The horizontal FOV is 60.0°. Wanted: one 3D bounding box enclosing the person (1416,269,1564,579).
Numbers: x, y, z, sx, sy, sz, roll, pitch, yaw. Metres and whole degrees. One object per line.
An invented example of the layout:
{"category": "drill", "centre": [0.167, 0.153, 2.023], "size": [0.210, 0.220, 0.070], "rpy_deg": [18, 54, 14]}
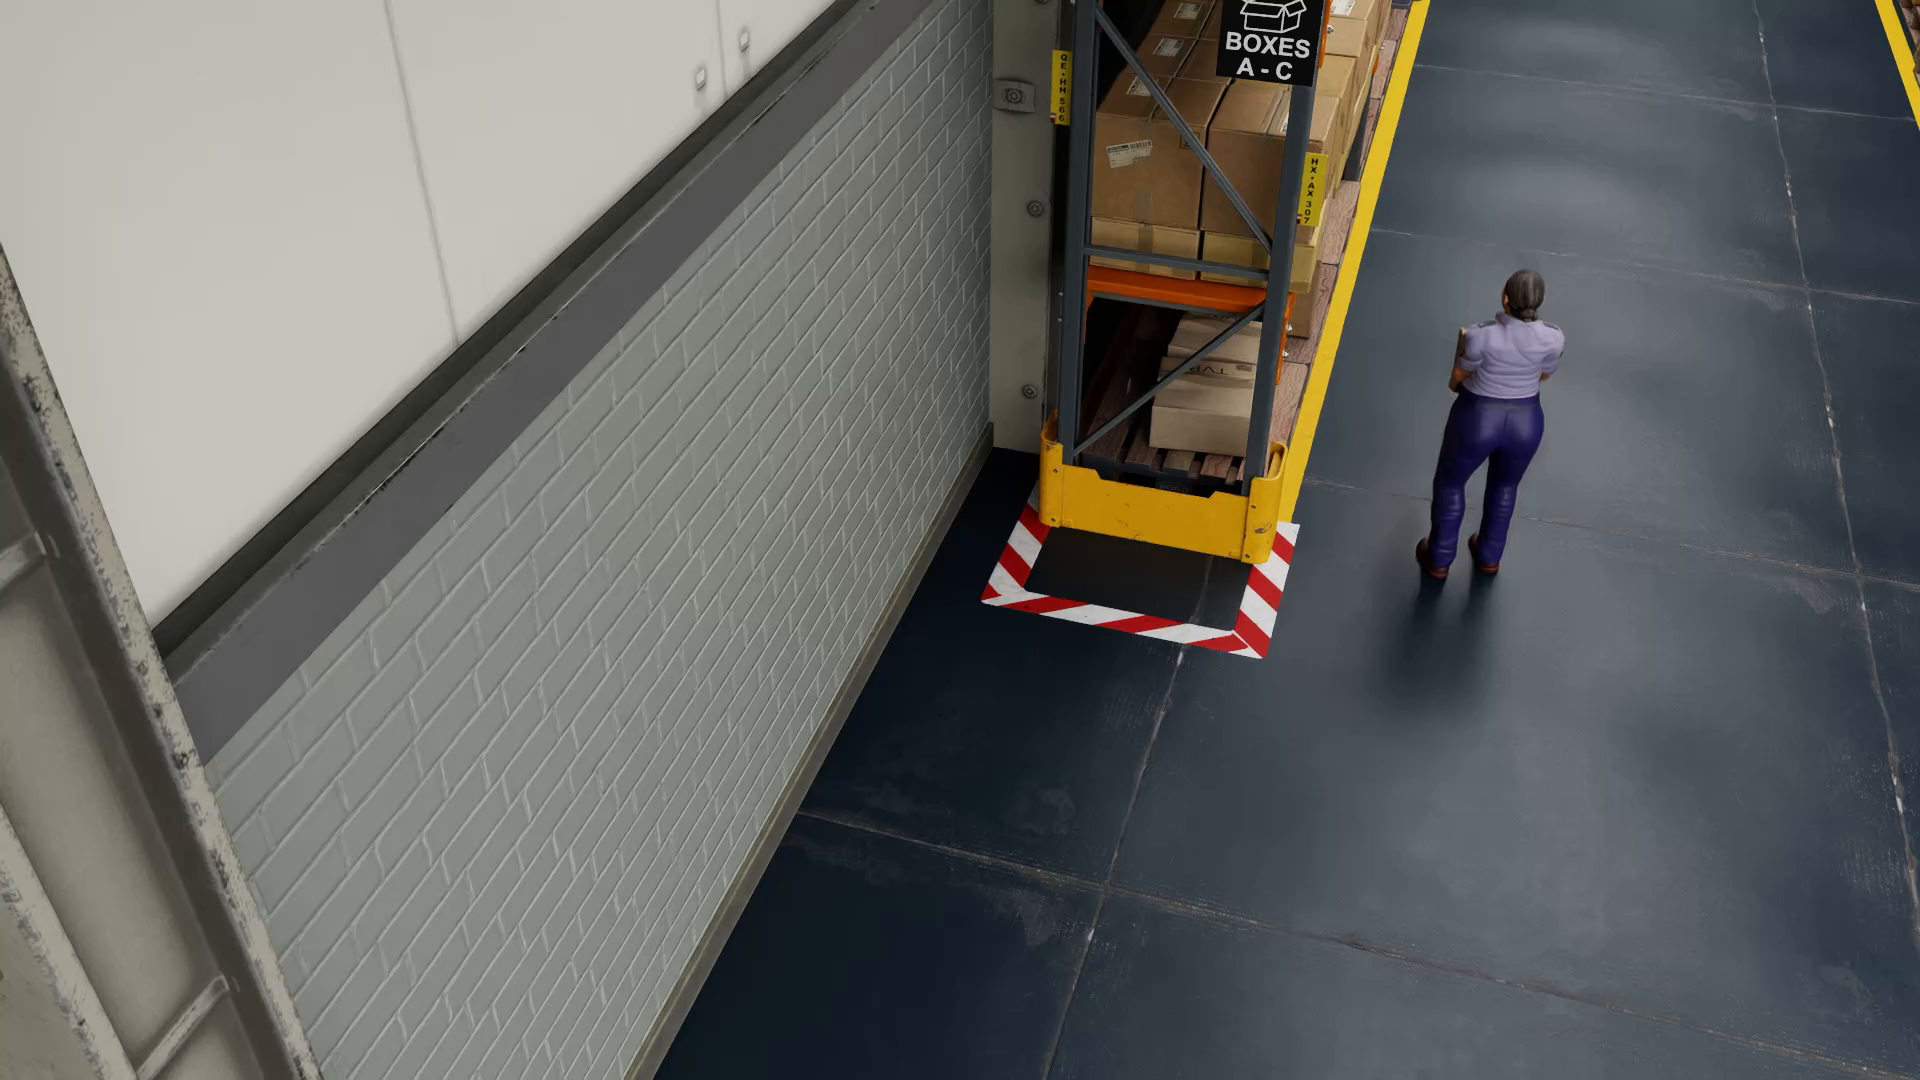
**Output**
{"category": "person", "centre": [2.438, -0.564, 7.664], "size": [0.453, 1.627, 0.514], "rpy_deg": [2, 37, 2]}
